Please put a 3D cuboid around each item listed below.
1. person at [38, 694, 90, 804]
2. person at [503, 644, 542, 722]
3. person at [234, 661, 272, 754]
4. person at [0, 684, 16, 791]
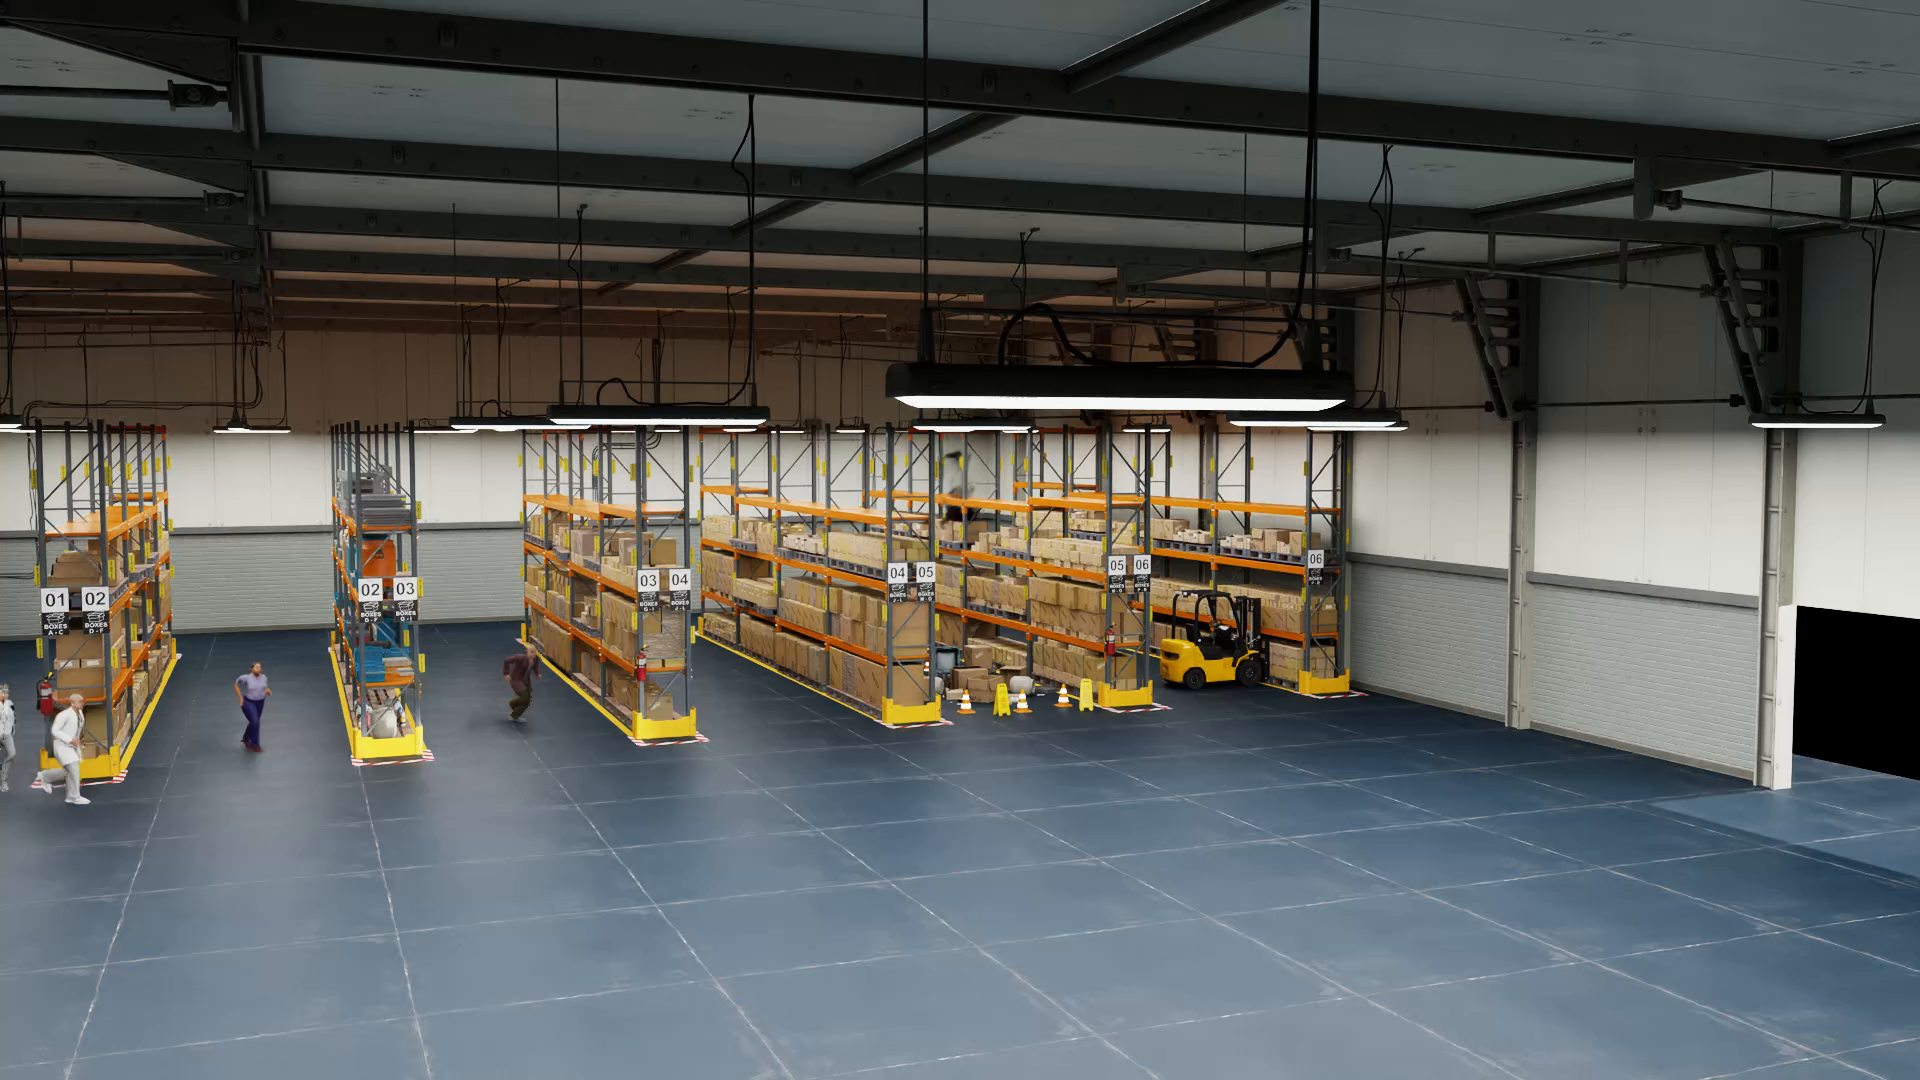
[{"bbox_3d":[-13.935,3.256,25.851,0.747,1.738,0.696,0,4,7],"label":"person"},{"bbox_3d":[-8.721,2.862,33.119,0.868,1.597,0.736,3,4,35],"label":"person"},{"bbox_3d":[-12.823,3.040,30.187,0.857,1.707,0.538,2,4,30],"label":"person"},{"bbox_3d":[-15.594,3.205,27.018,0.736,1.740,0.630,2,4,33],"label":"person"}]
